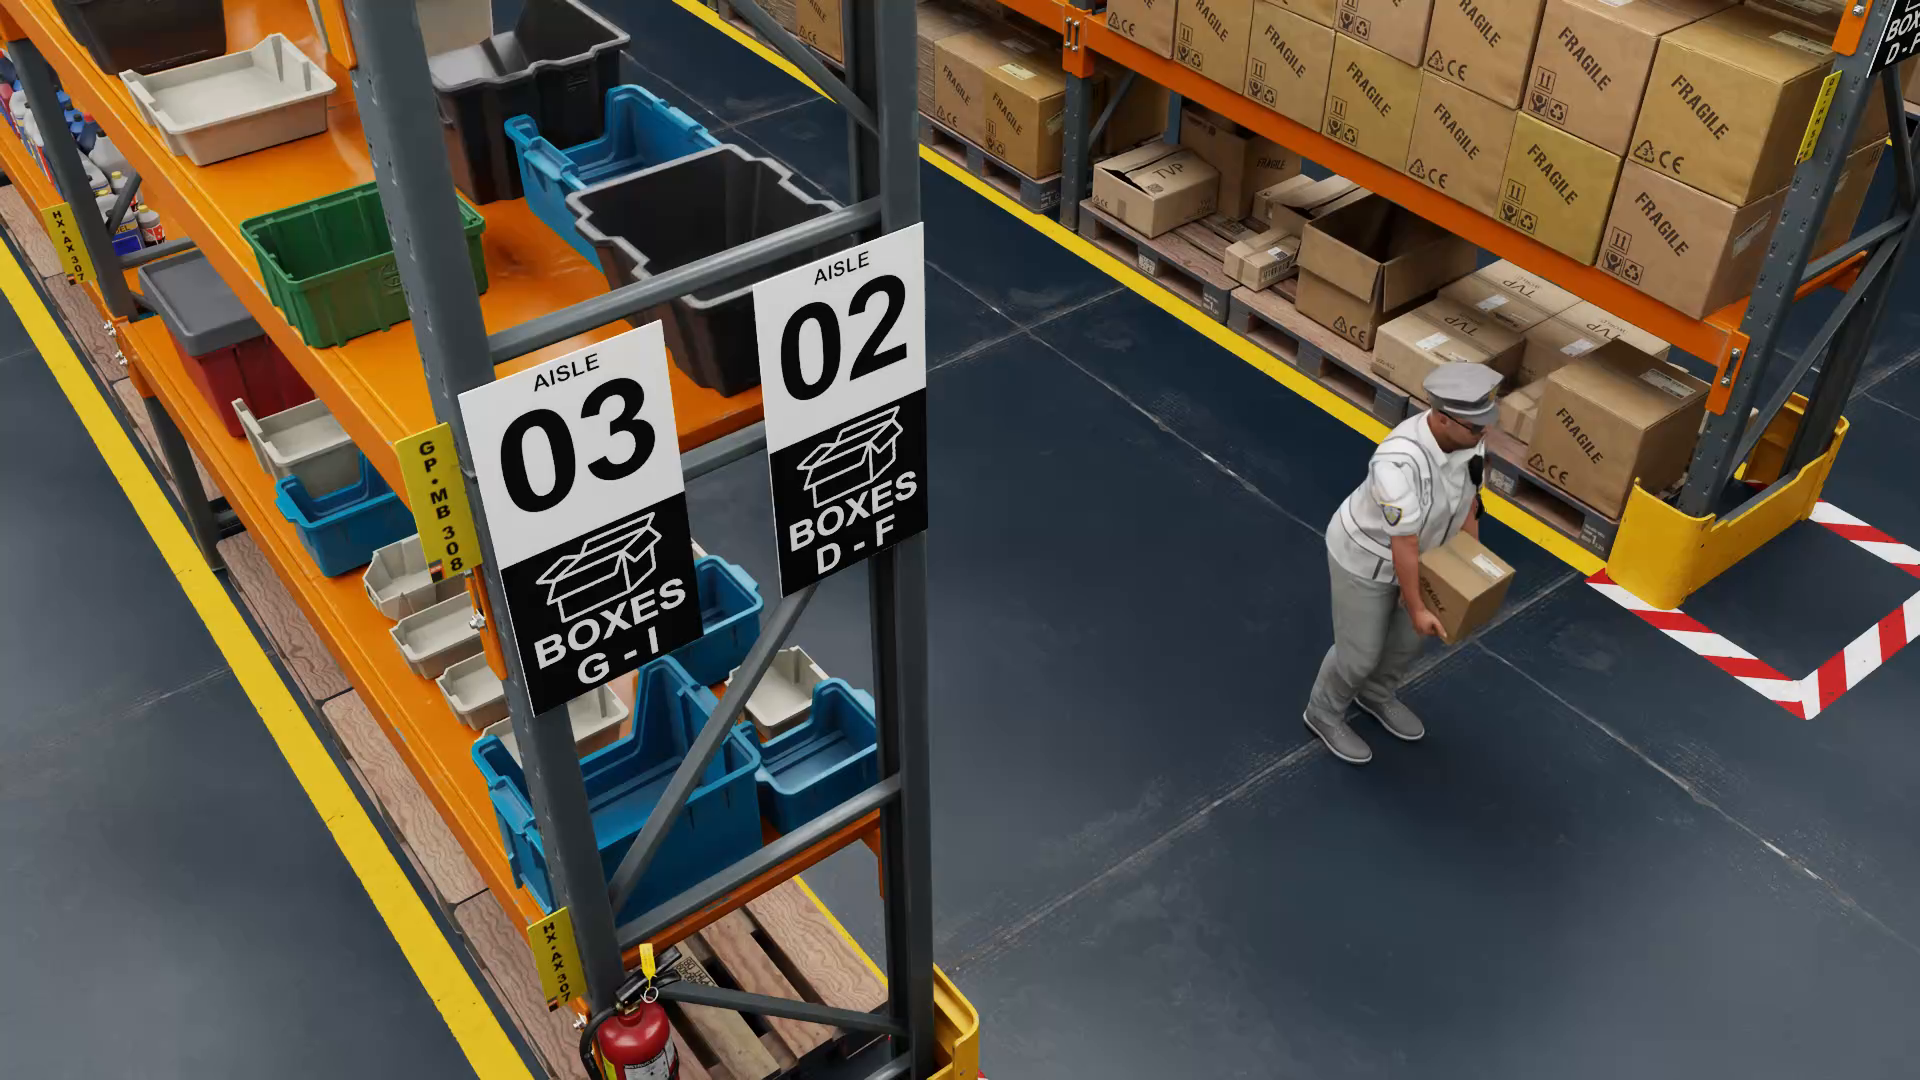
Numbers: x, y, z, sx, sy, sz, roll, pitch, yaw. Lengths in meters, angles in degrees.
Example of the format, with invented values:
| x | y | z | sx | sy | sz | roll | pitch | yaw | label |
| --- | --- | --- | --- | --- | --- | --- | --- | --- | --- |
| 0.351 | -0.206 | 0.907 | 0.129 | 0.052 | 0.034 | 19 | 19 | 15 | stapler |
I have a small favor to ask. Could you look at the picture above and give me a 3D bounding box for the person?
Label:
| x | y | z | sx | sy | sz | roll | pitch | yaw | label |
| --- | --- | --- | --- | --- | --- | --- | --- | --- | --- |
| 1.647 | 0.101 | 6.053 | 0.485 | 1.732 | 0.571 | -27 | 47 | -28 | person |
